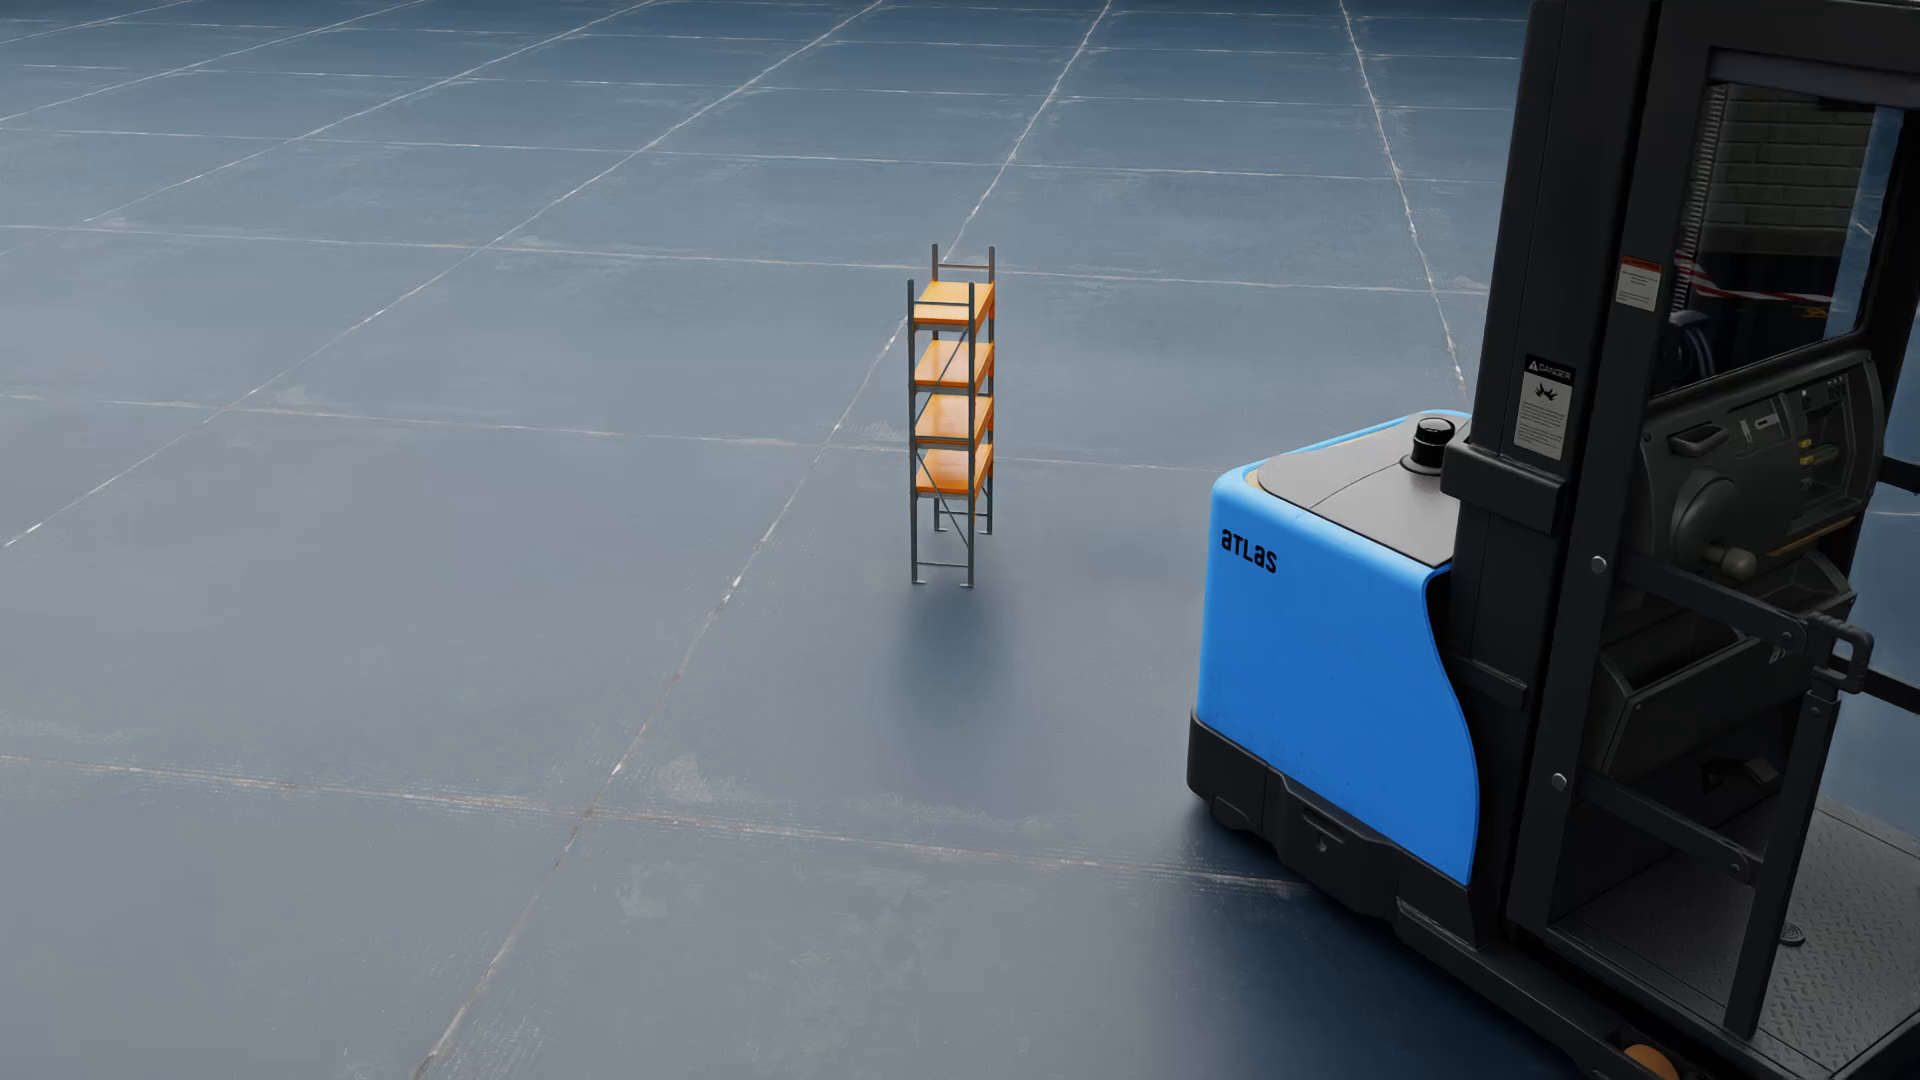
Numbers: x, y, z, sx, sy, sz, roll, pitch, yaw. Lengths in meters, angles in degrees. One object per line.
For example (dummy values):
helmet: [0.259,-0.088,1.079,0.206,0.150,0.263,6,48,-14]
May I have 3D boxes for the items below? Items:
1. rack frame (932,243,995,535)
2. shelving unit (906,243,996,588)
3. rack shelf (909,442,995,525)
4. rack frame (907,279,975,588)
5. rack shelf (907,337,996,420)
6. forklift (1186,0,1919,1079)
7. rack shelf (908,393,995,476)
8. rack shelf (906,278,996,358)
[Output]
rack frame: [0.013,-0.576,6.566,0.240,1.200,0.015,4,25,9]
shelving unit: [-0.027,-0.474,6.348,0.258,1.200,0.503,4,25,9]
rack shelf: [-0.027,-0.233,6.460,0.258,0.148,0.480,4,25,9]
rack frame: [-0.067,-0.372,6.130,0.240,1.200,0.015,4,25,9]
rack shelf: [-0.027,-0.616,6.281,0.258,0.148,0.480,4,25,9]
forklift: [1.945,-0.147,3.606,1.130,2.935,3.031,-17,30,-32]
rack shelf: [-0.027,-0.413,6.376,0.258,0.148,0.480,4,25,9]
rack shelf: [-0.027,-0.830,6.181,0.258,0.148,0.480,4,25,9]
